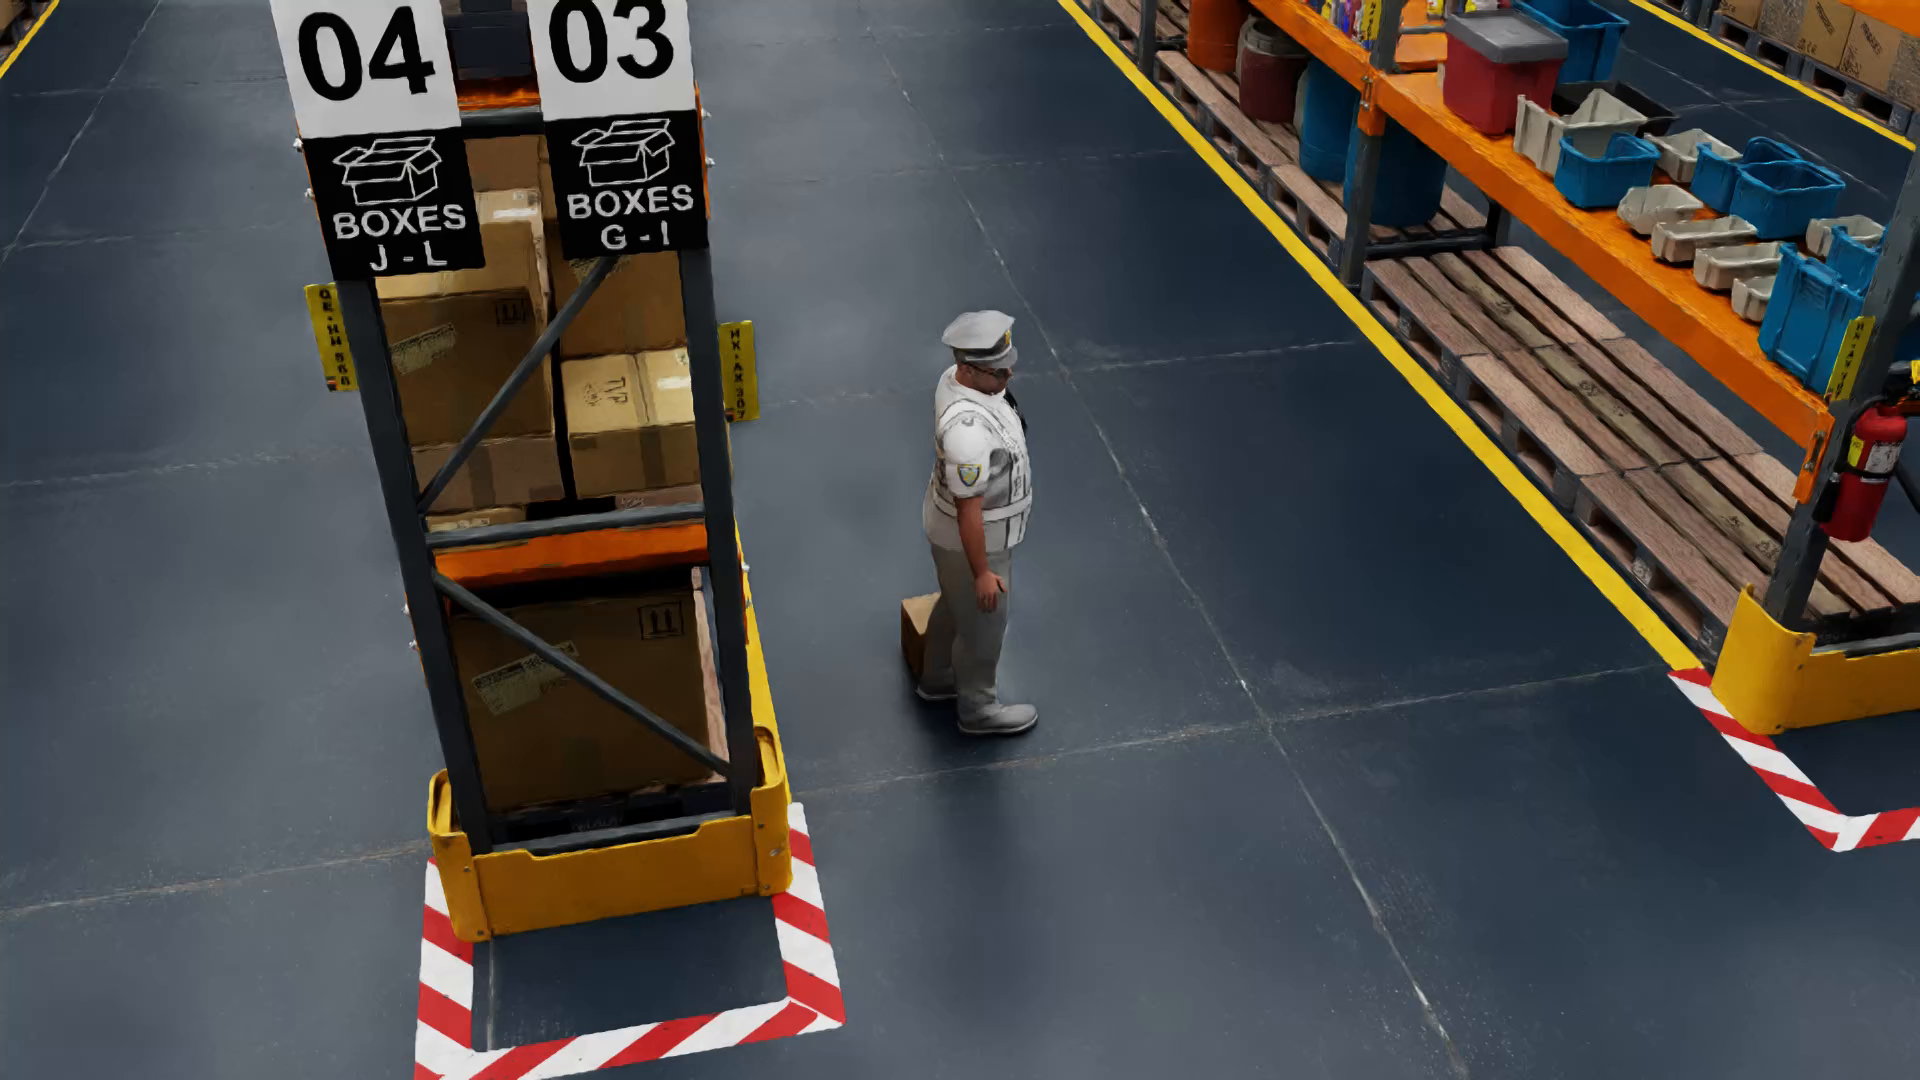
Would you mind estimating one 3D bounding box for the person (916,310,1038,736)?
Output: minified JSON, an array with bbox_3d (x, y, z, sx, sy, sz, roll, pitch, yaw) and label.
[{"bbox_3d":[0.069,-0.019,6.162,0.480,1.780,0.615,-1,34,-2],"label":"person"}]
